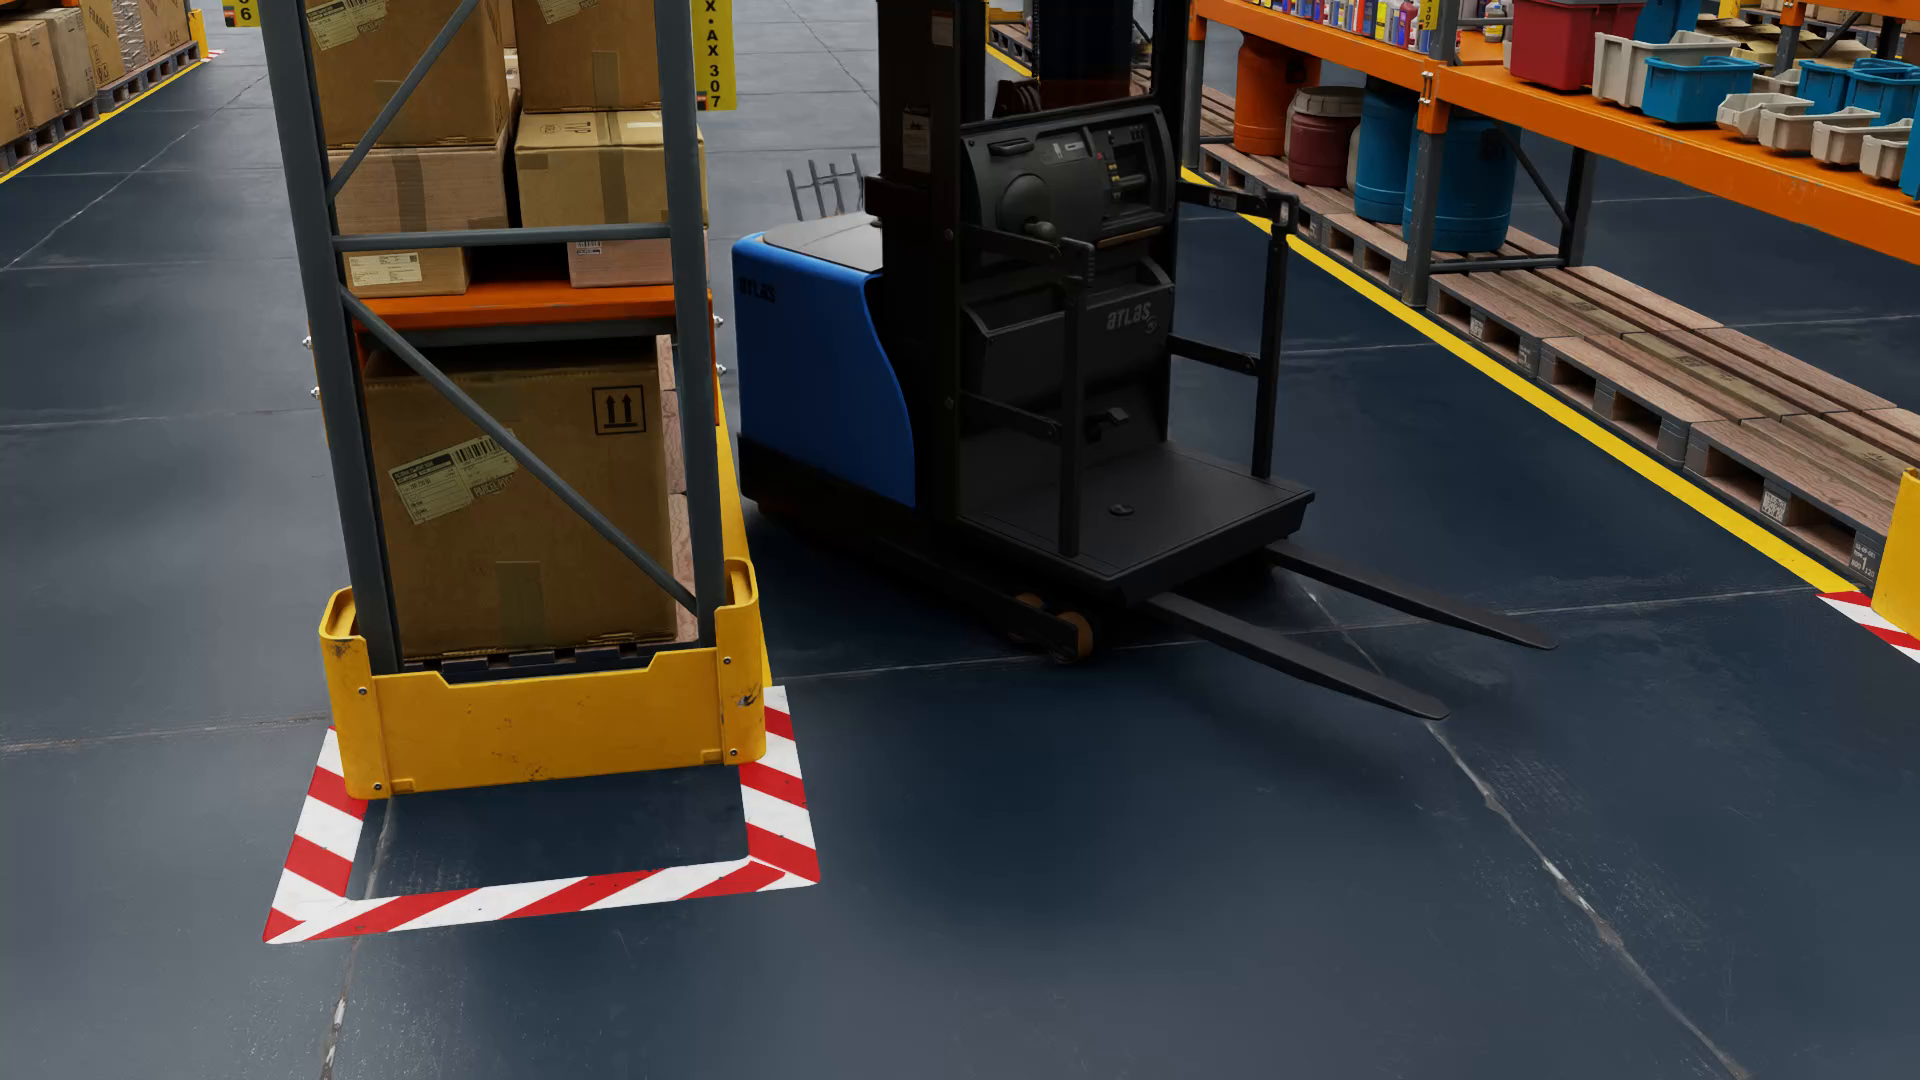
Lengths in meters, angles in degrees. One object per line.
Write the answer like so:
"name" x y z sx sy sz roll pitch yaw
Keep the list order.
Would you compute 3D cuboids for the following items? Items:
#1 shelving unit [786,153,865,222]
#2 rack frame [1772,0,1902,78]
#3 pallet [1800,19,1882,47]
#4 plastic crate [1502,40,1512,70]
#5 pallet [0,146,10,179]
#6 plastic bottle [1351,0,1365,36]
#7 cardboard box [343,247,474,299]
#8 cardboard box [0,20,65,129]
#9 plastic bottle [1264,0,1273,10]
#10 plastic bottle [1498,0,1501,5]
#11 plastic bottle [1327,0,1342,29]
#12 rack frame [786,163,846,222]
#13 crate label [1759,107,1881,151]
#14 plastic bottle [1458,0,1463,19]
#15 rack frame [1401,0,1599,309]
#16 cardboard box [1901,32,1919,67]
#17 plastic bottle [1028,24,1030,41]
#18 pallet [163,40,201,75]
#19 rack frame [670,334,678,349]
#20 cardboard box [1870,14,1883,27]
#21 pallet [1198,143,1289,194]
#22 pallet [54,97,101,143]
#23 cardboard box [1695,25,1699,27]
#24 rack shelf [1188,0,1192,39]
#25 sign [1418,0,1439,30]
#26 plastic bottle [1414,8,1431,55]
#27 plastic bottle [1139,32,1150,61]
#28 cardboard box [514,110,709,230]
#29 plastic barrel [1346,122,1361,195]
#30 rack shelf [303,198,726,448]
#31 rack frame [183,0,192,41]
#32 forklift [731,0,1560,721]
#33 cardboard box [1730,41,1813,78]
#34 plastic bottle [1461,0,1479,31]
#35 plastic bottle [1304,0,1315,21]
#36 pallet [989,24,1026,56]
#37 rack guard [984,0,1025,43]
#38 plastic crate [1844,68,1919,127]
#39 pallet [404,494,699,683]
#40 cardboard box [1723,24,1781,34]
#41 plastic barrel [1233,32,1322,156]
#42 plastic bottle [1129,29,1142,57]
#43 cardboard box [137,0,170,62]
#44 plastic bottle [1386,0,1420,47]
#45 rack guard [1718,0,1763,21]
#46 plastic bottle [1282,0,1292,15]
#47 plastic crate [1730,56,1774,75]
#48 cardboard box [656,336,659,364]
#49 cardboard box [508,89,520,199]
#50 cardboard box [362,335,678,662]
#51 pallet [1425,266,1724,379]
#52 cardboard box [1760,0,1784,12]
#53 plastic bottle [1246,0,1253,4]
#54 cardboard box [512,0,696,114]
"shelving unit" -0.452 -1.020 7.102 0.258 1.200 0.189 -18 8 -35
"rack frame" 7.093 -4.649 13.147 1.000 3.000 0.127 -4 24 -10
"pallet" 10.833 -6.055 19.850 1.003 0.211 1.213 -4 24 -10
"plastic crate" 2.909 -2.423 8.305 0.396 0.136 0.243 -4 24 -10
"pallet" -7.608 -2.628 12.003 1.003 0.211 1.213 -4 24 -10
"plastic bottle" 2.412 -3.127 9.816 0.152 0.276 0.135 -4 24 -10
"cardboard box" -1.554 -0.771 4.582 0.380 0.149 0.250 -4 24 -9
"cardboard box" -7.898 -3.707 13.277 1.050 0.750 0.750 -4 24 -10
"plastic bottle" 2.095 -3.707 11.136 0.061 0.283 0.133 -4 24 -10
"plastic bottle" 3.172 -3.059 9.756 0.097 0.201 0.097 0 24 0
"plastic bottle" 2.345 -3.271 10.146 0.152 0.276 0.135 -4 24 -10
"rack frame" -0.505 -1.016 7.176 0.240 1.200 0.006 -18 8 -35
"crate label" 3.260 -1.574 6.360 0.396 0.136 0.243 -4 24 -10
"plastic bottle" 2.932 -3.217 10.022 0.152 0.276 0.135 -4 24 -10
"rack frame" 2.964 -2.710 8.708 1.000 3.000 0.127 -4 24 -10
"cardboard box" 7.511 -3.676 12.556 0.500 0.250 0.500 -3 24 -8
"plastic bottle" 0.793 -5.573 18.208 0.097 0.201 0.097 0 24 0
"pallet" -8.791 -5.150 17.778 1.003 0.211 1.213 -4 24 -10
"rack frame" -1.904 -2.344 7.869 1.000 3.000 0.127 -4 24 -10
"cardboard box" 10.945 -6.116 19.518 0.380 0.149 0.250 -6 24 -14
"pallet" 2.411 -2.699 12.166 1.003 0.211 1.213 -4 24 -10
"pallet" -8.059 -3.587 14.200 1.003 0.211 1.213 -4 24 -10
"cardboard box" 6.470 -4.626 15.304 0.500 0.311 0.500 -4 24 -8
"rack shelf" 1.854 -4.741 14.256 1.077 0.370 4.000 -4 24 -10
"sign" 2.423 -2.797 8.561 0.100 0.325 0.005 -4 24 -10
"plastic bottle" 2.573 -2.785 9.033 0.152 0.276 0.135 -4 24 -10
"plastic bottle" 1.856 -4.966 16.732 0.097 0.271 0.097 0 24 0
"cardboard box" -0.988 -1.047 4.715 0.500 0.250 0.500 -5 24 -11
"plastic barrel" 2.732 -2.485 10.776 0.421 0.512 0.421 0 24 0
"rack shelf" -1.534 -1.227 6.212 1.077 0.370 4.000 -4 24 -10
"rack frame" -9.016 -6.737 17.927 1.000 3.000 0.127 -4 24 -10
"forklift" 0.518 -1.178 5.285 1.130 2.935 3.031 -21 31 -39
"cardboard box" 6.754 -4.026 13.931 0.500 0.311 0.500 -4 24 -8
"plastic bottle" 3.081 -3.228 10.048 0.152 0.276 0.135 -4 24 -10
"plastic bottle" 2.269 -3.458 10.482 0.144 0.351 0.185 -4 24 -10
"pallet" 0.950 -5.806 19.280 1.003 0.211 1.213 -4 24 -10
"rack guard" 0.805 -6.259 19.955 1.175 0.500 0.348 -4 24 -10
"plastic crate" 3.738 -1.727 6.591 0.416 0.233 0.300 -4 24 -10
"pallet" -1.389 0.199 5.531 1.003 0.211 1.213 -4 24 -10
"cardboard box" 7.087 -4.473 14.953 0.500 0.311 0.500 -5 24 -11
"plastic barrel" 2.331 -3.290 12.223 0.600 0.830 0.708 -4 24 -10
"plastic bottle" 1.770 -5.093 17.018 0.152 0.276 0.135 -3 24 -8
"cardboard box" -8.661 -5.348 16.876 0.875 0.875 0.875 -5 24 -11
"plastic bottle" 2.506 -2.928 9.362 0.152 0.276 0.135 -4 24 -10
"rack guard" 10.495 -6.988 21.626 1.175 0.500 0.348 -4 24 -10
"plastic bottle" 2.155 -3.578 10.841 0.061 0.283 0.133 -4 24 -10
"plastic crate" 3.435 -2.191 7.789 0.437 0.125 0.590 -4 24 -10
"cardboard box" -1.860 -1.297 7.602 0.875 0.875 0.875 -4 24 -10
"cardboard box" -1.608 -1.209 5.085 0.500 0.250 0.500 -5 24 -11
"cardboard box" -1.361 -0.235 5.170 0.875 0.875 0.875 -4 24 -10
"pallet" 3.138 -1.146 8.611 1.003 0.211 1.213 -4 24 -10
"cardboard box" 10.520 -6.854 21.006 0.500 0.311 0.500 -7 25 -16
"plastic bottle" 2.072 -3.851 11.474 0.152 0.276 0.135 -4 24 -10
"cardboard box" -1.080 -1.587 5.015 0.500 0.500 0.500 -5 24 -11
